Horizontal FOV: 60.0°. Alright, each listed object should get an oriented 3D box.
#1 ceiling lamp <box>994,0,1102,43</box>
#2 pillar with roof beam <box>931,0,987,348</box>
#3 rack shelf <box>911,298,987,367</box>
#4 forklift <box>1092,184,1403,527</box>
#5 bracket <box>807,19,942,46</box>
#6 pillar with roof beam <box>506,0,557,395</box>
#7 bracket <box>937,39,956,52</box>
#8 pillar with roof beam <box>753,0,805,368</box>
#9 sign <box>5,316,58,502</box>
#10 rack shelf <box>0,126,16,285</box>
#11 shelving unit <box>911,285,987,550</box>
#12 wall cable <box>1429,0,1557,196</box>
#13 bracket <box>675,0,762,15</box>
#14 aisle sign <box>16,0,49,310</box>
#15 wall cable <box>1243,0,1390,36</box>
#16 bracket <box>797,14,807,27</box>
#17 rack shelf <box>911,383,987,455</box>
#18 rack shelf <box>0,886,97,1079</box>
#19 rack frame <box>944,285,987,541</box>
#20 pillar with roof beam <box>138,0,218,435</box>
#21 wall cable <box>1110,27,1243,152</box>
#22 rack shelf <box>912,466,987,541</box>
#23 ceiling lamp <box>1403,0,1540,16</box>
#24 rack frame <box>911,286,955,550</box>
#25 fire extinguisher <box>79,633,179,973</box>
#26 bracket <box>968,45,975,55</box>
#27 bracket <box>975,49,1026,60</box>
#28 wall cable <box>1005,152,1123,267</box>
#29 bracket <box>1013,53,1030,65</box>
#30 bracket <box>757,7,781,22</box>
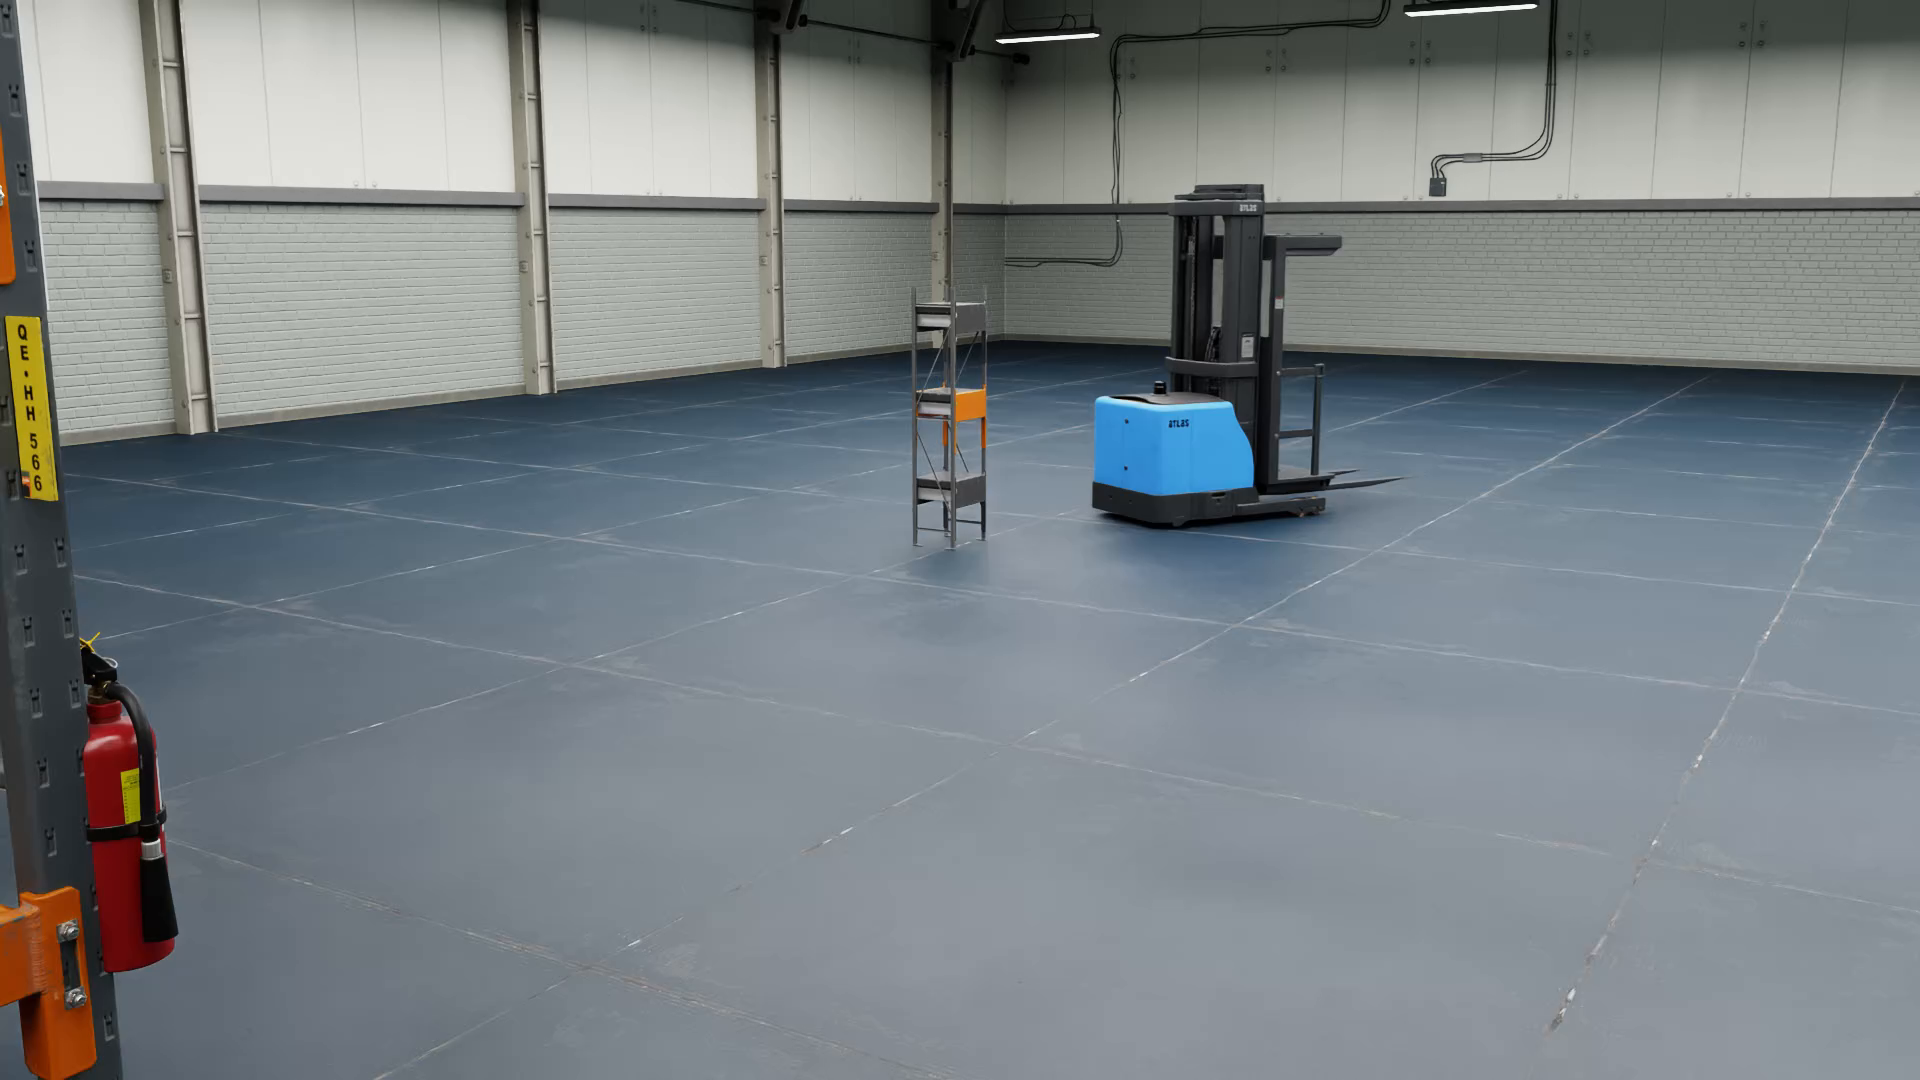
[{"bbox_3d":[1.669,-10.436,29.296,2.000,3.185,0.800,6,12,31],"label":"ceiling lamp"},{"bbox_3d":[3.295,-8.217,33.307,9.100,9.000,0.548,6,12,31],"label":"pillar with roof beam"},{"bbox_3d":[-0.086,-1.681,13.410,0.431,0.518,0.480,6,12,31],"label":"rack shelf"},{"bbox_3d":[2.734,-1.727,15.131,3.031,2.935,1.130,-6,12,-29],"label":"forklift"},{"bbox_3d":[-1.634,-9.893,32.478,0.076,0.066,4.783,6,12,31],"label":"bracket"},{"bbox_3d":[-2.935,-6.330,23.226,9.100,9.000,0.400,6,12,31],"label":"pillar with roof beam"},{"bbox_3d":[-0.296,-10.299,34.642,0.235,0.232,0.430,6,12,31],"label":"bracket"},{"bbox_3d":[0.180,-7.274,28.266,9.100,9.000,0.548,6,12,31],"label":"pillar with roof beam"},{"bbox_3d":[-1.650,-0.233,2.956,0.100,0.325,0.005,6,12,31],"label":"sign"},{"bbox_3d":[-3.152,-0.371,1.501,1.077,0.370,4.000,6,12,31],"label":"rack shelf"},{"bbox_3d":[-0.086,-1.006,13.536,0.431,2.100,0.503,6,12,31],"label":"shelving unit"},{"bbox_3d":[10.381,-9.728,32.133,2.305,6.003,0.169,6,12,31],"label":"wall cable"},{"bbox_3d":[-4.749,-8.950,27.438,0.076,0.066,4.783,6,12,31],"label":"bracket"},{"bbox_3d":[-1.825,-0.823,3.051,0.394,0.787,0.004,6,12,31],"label":"aisle sign"},{"bbox_3d":[7.232,-11.603,33.746,3.097,2.526,0.112,6,12,31],"label":"wall cable"},{"bbox_3d":[-2.981,-9.485,30.299,0.235,0.232,0.430,6,12,31],"label":"bracket"},{"bbox_3d":[-0.086,-0.993,13.539,0.431,0.518,0.480,6,12,31],"label":"rack shelf"},{"bbox_3d":[-3.152,1.104,1.777,1.077,0.370,4.000,6,12,31],"label":"rack shelf"},{"bbox_3d":[0.041,-1.044,13.741,0.400,2.100,0.015,6,12,31],"label":"rack frame"},{"bbox_3d":[-6.050,-5.386,18.185,9.100,9.000,0.400,6,12,31],"label":"pillar with roof beam"},{"bbox_3d":[4.587,-9.663,35.744,3.097,2.526,0.112,6,12,31],"label":"wall cable"},{"bbox_3d":[-0.086,-0.305,13.668,0.431,0.518,0.480,6,12,31],"label":"rack shelf"},{"bbox_3d":[7.985,-9.730,25.525,2.000,3.185,0.800,6,12,31],"label":"ceiling lamp"},{"bbox_3d":[-0.213,-0.968,13.331,0.400,2.100,0.015,6,12,31],"label":"rack frame"},{"bbox_3d":[-1.661,0.499,3.259,0.296,0.674,0.183,6,12,31],"label":"fire extinguisher"},{"bbox_3d":[0.135,-10.429,35.340,0.235,0.232,0.430,6,12,31],"label":"bracket"},{"bbox_3d":[1.058,-10.709,36.834,0.076,0.066,3.189,6,12,31],"label":"bracket"},{"bbox_3d":[2.275,-7.439,37.589,3.097,2.526,0.112,6,12,31],"label":"wall cable"},{"bbox_3d":[1.365,-10.802,37.331,0.235,0.232,0.430,6,12,31],"label":"bracket"},{"bbox_3d":[-3.411,-9.355,29.602,0.235,0.232,0.430,6,12,31],"label":"bracket"}]
